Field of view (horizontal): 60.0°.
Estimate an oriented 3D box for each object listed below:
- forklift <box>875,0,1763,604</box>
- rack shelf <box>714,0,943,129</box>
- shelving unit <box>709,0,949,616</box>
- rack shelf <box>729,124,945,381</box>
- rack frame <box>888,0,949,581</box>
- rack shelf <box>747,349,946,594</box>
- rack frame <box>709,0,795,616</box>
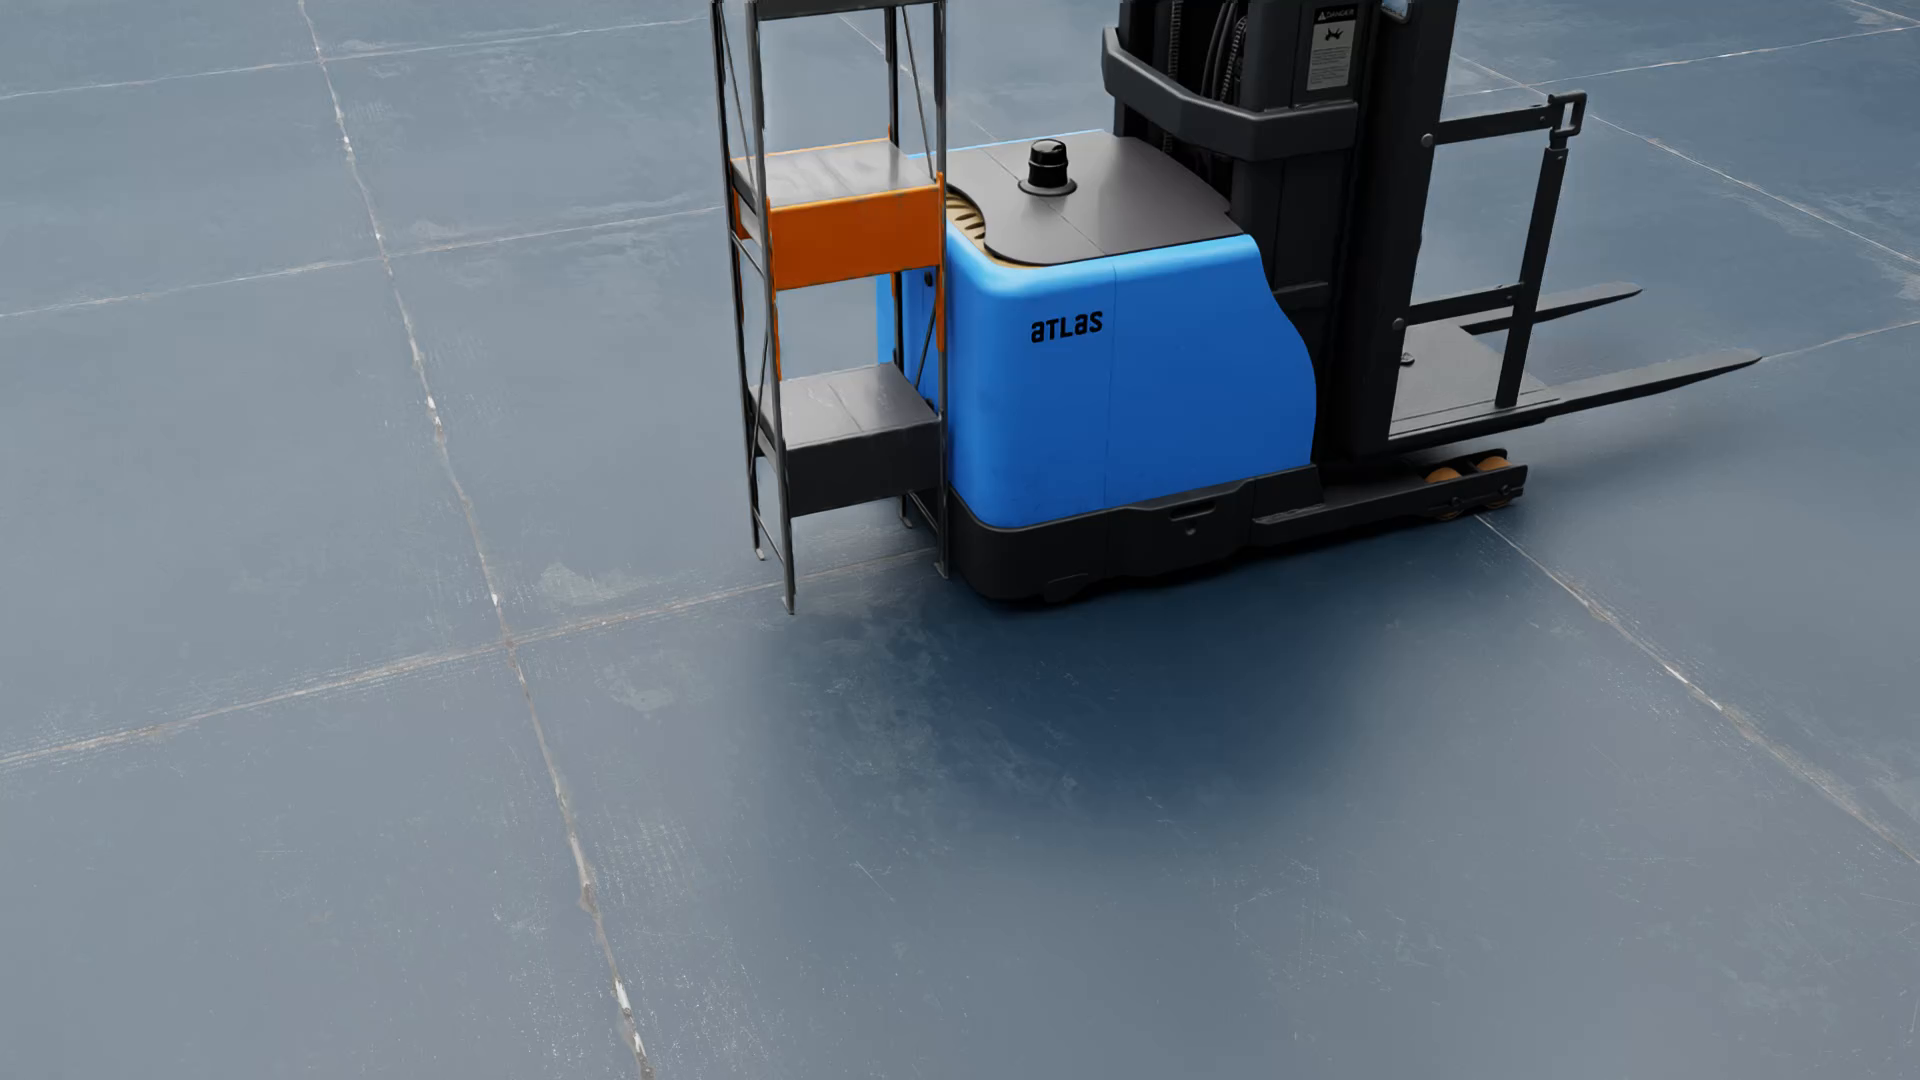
[{"bbox_3d":[1.289,-1.547,4.940,3.031,2.935,1.130,-12,35,-18],"label":"forklift"},{"bbox_3d":[-0.342,-1.384,4.193,0.480,0.518,0.431,-12,35,-18],"label":"rack shelf"},{"bbox_3d":[-0.342,-0.808,4.567,0.503,2.100,0.431,-12,35,-18],"label":"shelving unit"},{"bbox_3d":[-0.342,-0.797,4.575,0.480,0.518,0.431,-12,35,-18],"label":"rack shelf"},{"bbox_3d":[-0.116,-0.858,4.643,0.015,2.100,0.400,-12,35,-18],"label":"rack frame"},{"bbox_3d":[-0.342,-0.210,4.956,0.480,0.518,0.431,-12,35,-18],"label":"rack shelf"},{"bbox_3d":[-0.569,-0.759,4.491,0.015,2.100,0.400,-12,35,-18],"label":"rack frame"}]
